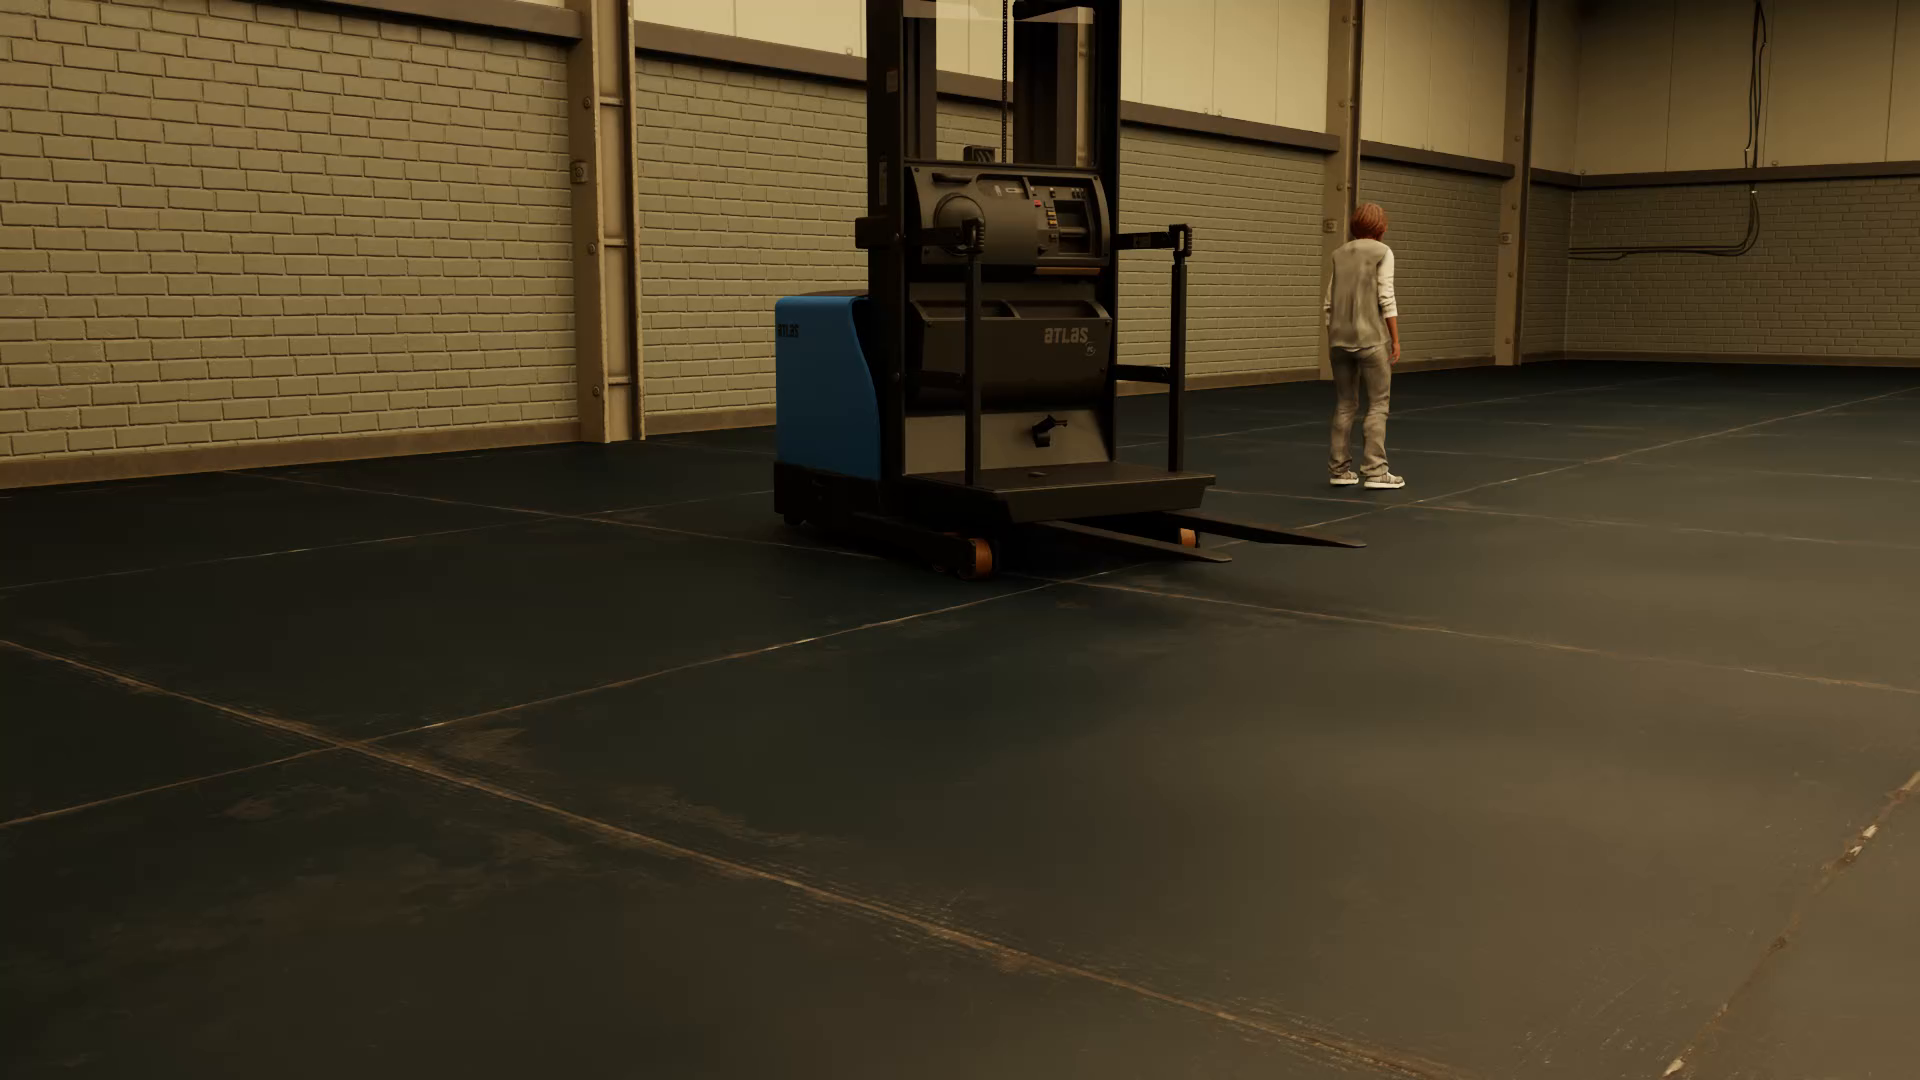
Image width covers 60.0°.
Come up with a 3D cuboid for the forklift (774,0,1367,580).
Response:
[{"bbox_3d":[0.329,-1.373,6.666,1.130,2.935,3.031,-5,10,-31],"label":"forklift"}]

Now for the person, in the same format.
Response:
[{"bbox_3d":[2.265,-1.093,9.380,0.350,1.591,0.470,-7,11,-42],"label":"person"}]
